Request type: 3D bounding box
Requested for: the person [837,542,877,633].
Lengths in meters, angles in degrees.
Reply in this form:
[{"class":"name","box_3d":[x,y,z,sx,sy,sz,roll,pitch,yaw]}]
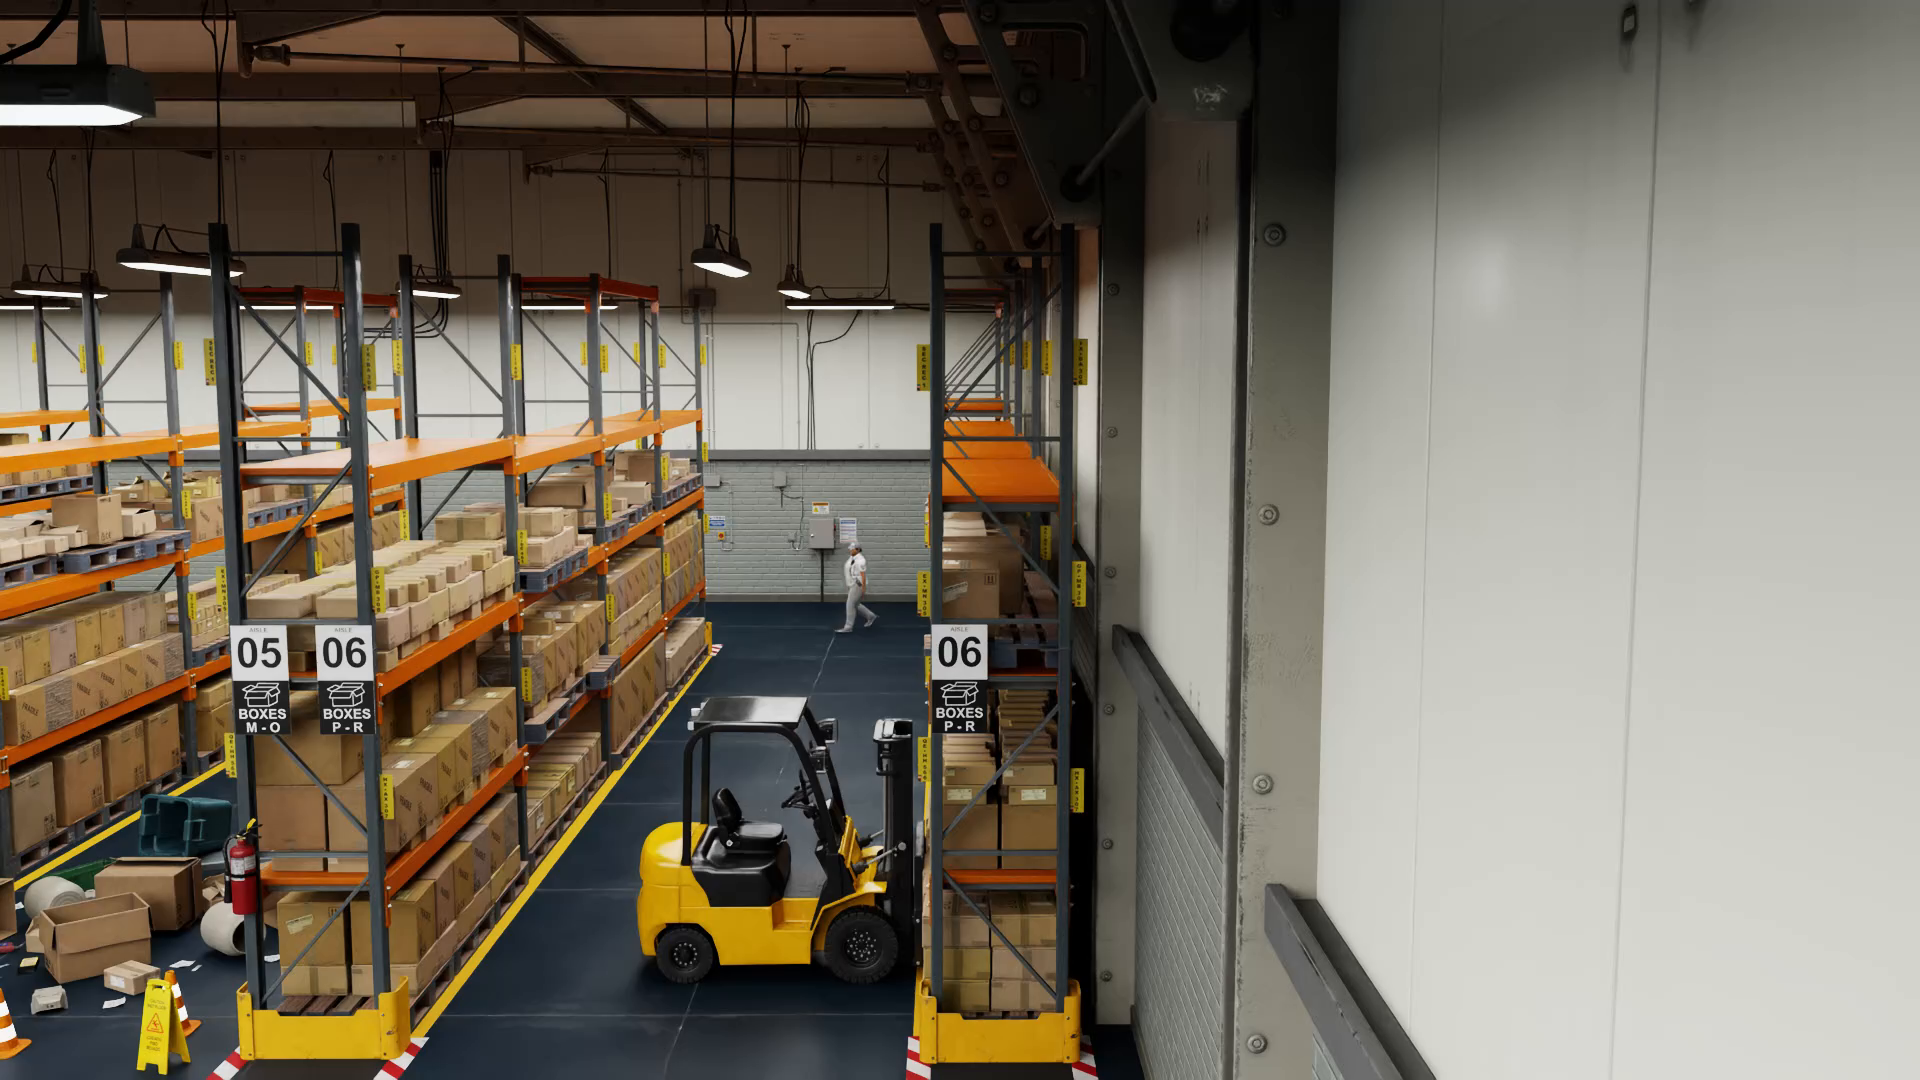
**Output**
[{"class":"person","box_3d":[-1.865,0.833,30.148,0.858,1.630,0.496,-3,7,-25]}]
